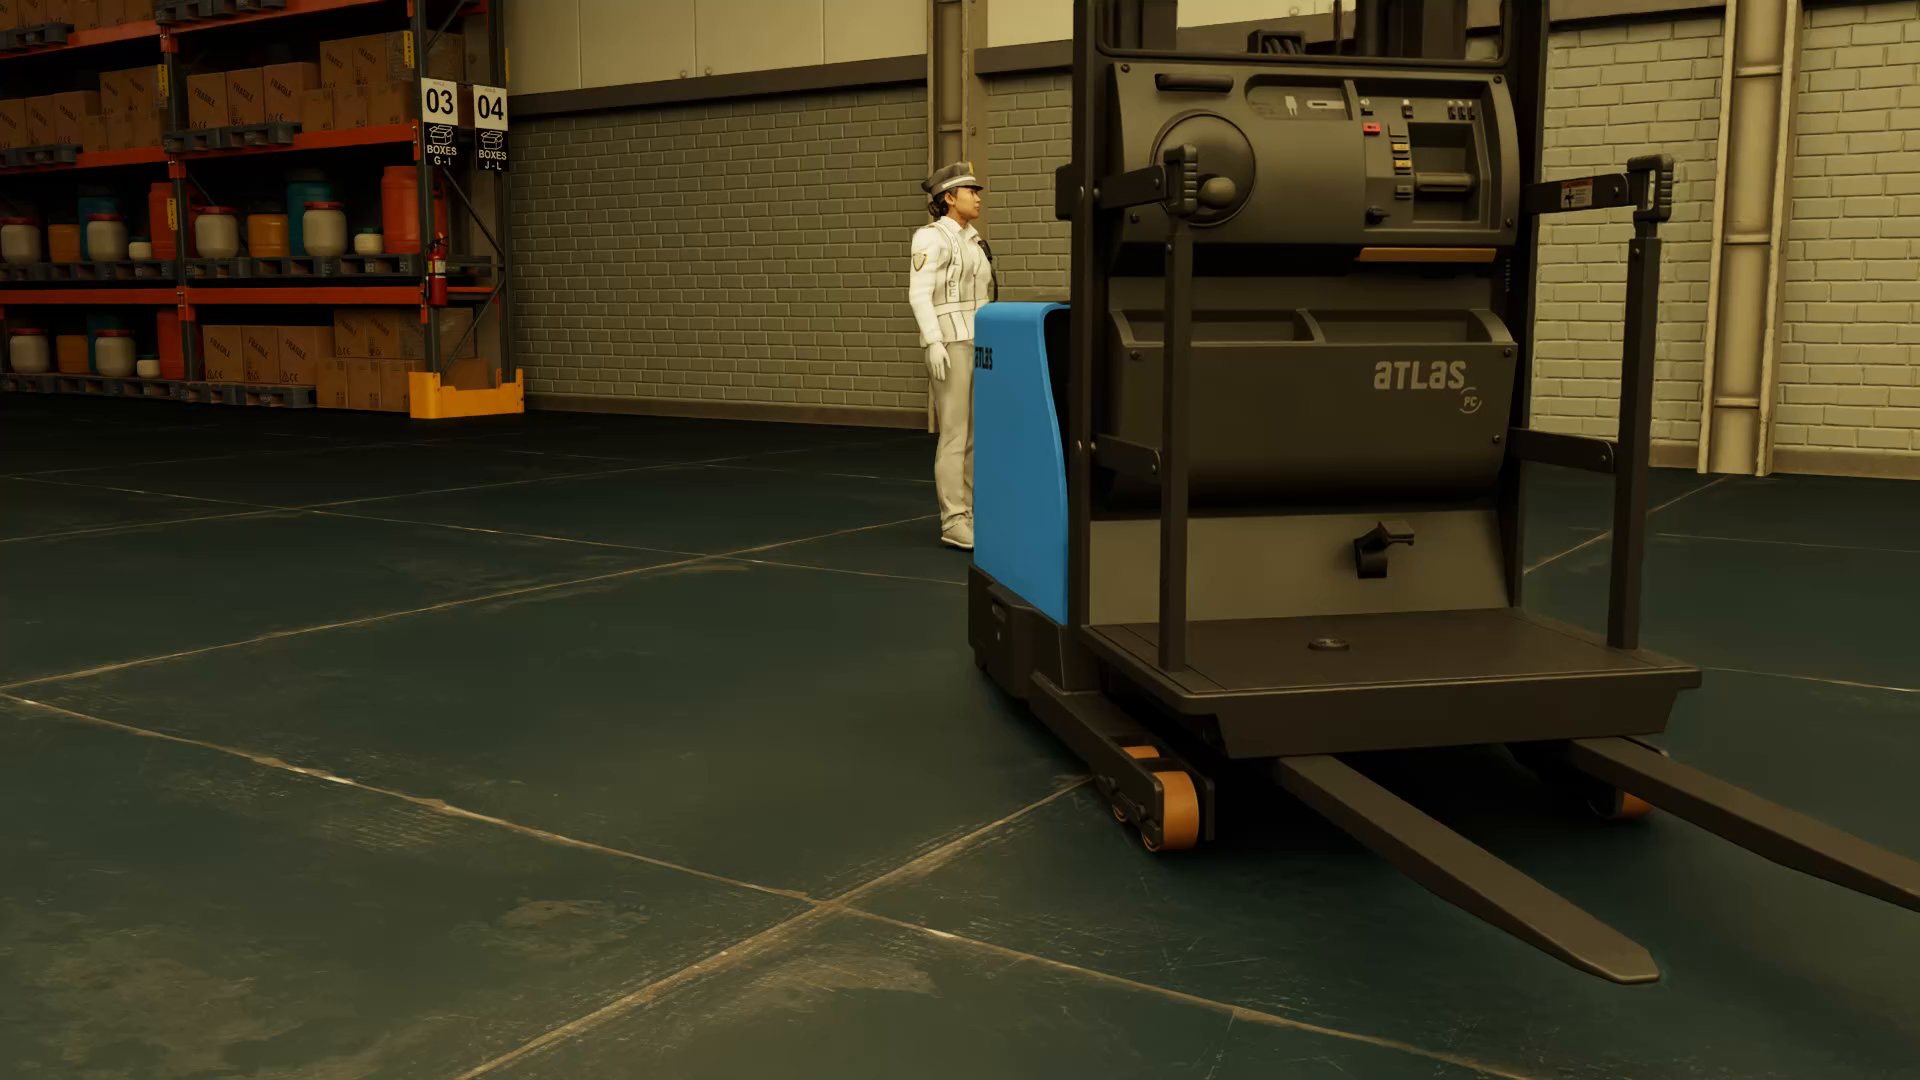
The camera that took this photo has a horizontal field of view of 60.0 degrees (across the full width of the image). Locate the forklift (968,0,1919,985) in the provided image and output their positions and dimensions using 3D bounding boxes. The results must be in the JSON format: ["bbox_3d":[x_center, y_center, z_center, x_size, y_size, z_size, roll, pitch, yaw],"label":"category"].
[{"bbox_3d":[0.839,-0.892,3.462,1.130,2.935,3.031,-2,8,-12],"label":"forklift"}]

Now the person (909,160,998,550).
[{"bbox_3d":[0.053,-0.840,7.440,0.531,1.695,0.588,5,10,34],"label":"person"}]
